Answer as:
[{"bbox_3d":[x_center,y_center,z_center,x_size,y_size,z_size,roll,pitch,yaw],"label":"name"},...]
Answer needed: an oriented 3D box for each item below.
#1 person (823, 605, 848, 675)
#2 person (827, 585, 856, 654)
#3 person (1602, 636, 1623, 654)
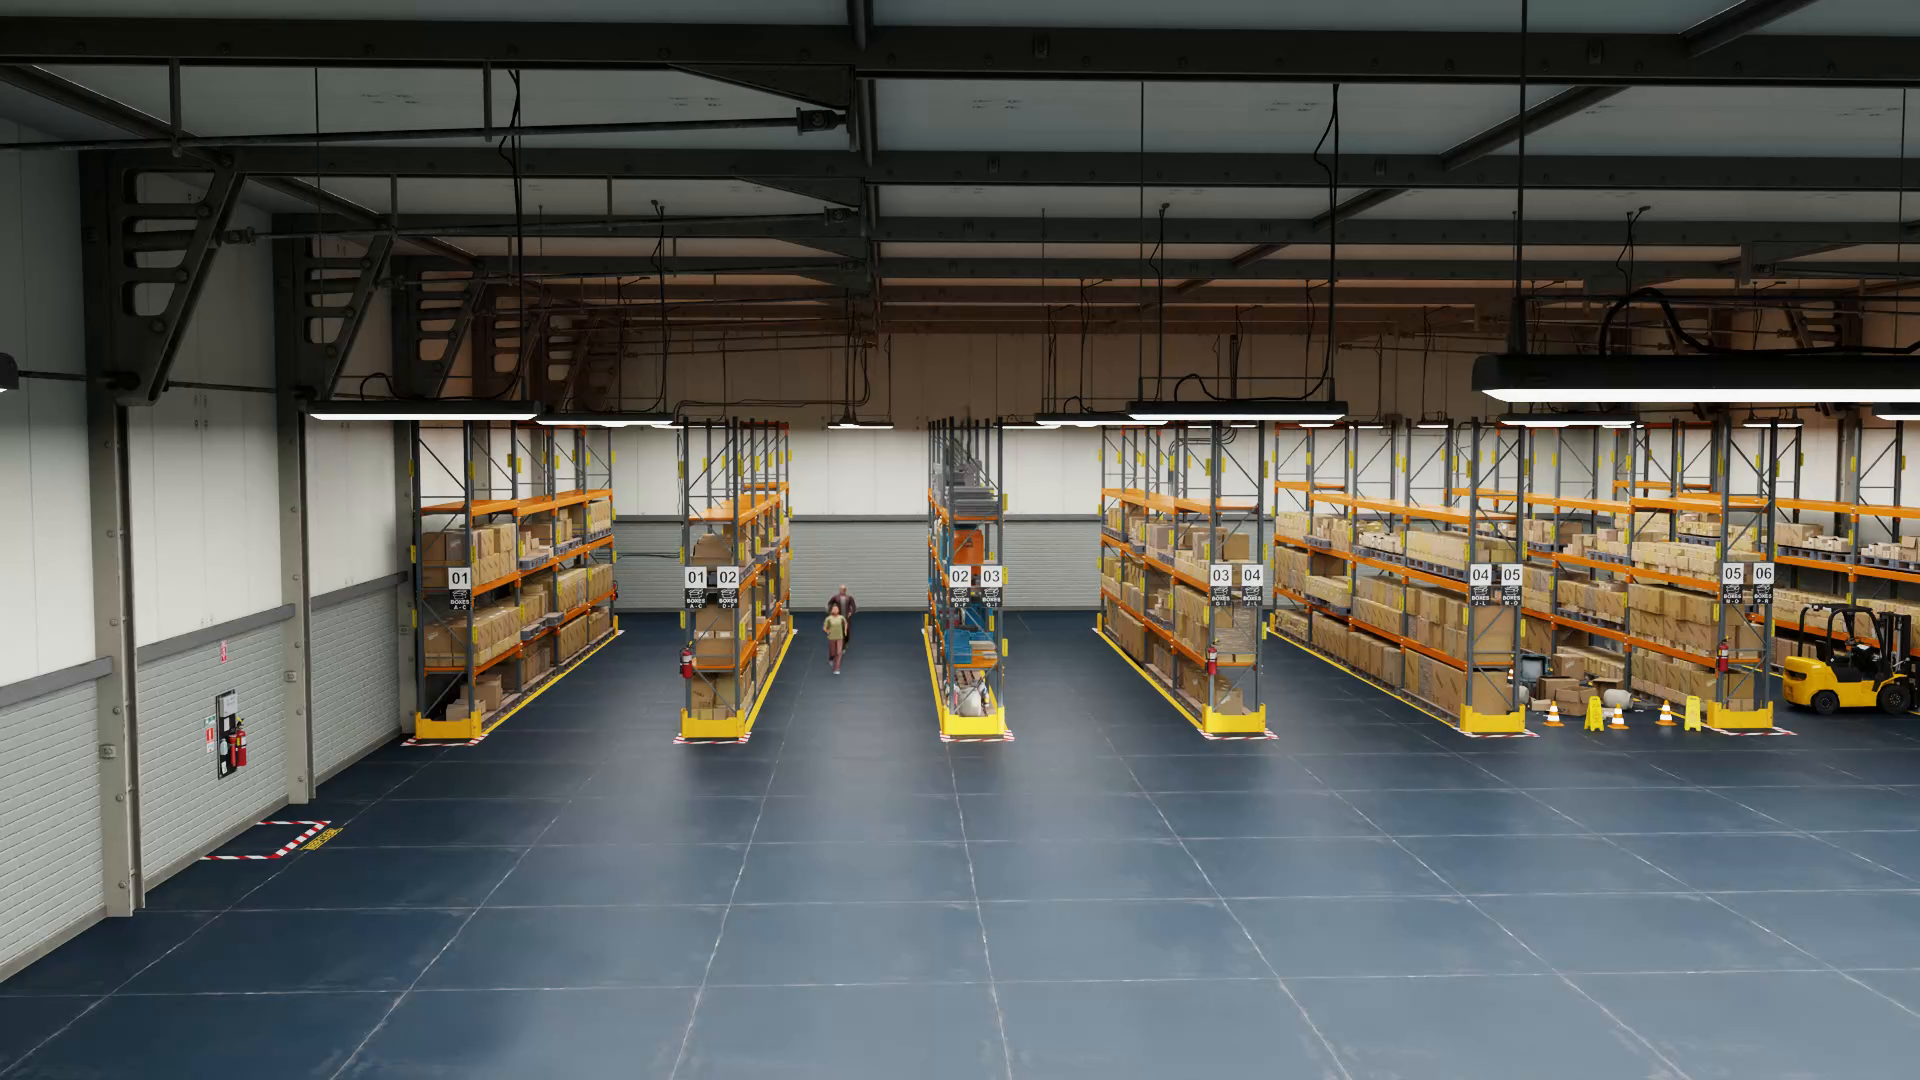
[{"bbox_3d":[-2.931,2.341,39.349,0.593,1.635,0.894,-1,4,-11],"label":"person"},{"bbox_3d":[-3.051,2.044,43.033,0.742,1.748,0.866,-1,4,-10],"label":"person"},{"bbox_3d":[16.503,2.096,42.013,0.656,1.828,0.705,0,4,-6],"label":"person"}]
